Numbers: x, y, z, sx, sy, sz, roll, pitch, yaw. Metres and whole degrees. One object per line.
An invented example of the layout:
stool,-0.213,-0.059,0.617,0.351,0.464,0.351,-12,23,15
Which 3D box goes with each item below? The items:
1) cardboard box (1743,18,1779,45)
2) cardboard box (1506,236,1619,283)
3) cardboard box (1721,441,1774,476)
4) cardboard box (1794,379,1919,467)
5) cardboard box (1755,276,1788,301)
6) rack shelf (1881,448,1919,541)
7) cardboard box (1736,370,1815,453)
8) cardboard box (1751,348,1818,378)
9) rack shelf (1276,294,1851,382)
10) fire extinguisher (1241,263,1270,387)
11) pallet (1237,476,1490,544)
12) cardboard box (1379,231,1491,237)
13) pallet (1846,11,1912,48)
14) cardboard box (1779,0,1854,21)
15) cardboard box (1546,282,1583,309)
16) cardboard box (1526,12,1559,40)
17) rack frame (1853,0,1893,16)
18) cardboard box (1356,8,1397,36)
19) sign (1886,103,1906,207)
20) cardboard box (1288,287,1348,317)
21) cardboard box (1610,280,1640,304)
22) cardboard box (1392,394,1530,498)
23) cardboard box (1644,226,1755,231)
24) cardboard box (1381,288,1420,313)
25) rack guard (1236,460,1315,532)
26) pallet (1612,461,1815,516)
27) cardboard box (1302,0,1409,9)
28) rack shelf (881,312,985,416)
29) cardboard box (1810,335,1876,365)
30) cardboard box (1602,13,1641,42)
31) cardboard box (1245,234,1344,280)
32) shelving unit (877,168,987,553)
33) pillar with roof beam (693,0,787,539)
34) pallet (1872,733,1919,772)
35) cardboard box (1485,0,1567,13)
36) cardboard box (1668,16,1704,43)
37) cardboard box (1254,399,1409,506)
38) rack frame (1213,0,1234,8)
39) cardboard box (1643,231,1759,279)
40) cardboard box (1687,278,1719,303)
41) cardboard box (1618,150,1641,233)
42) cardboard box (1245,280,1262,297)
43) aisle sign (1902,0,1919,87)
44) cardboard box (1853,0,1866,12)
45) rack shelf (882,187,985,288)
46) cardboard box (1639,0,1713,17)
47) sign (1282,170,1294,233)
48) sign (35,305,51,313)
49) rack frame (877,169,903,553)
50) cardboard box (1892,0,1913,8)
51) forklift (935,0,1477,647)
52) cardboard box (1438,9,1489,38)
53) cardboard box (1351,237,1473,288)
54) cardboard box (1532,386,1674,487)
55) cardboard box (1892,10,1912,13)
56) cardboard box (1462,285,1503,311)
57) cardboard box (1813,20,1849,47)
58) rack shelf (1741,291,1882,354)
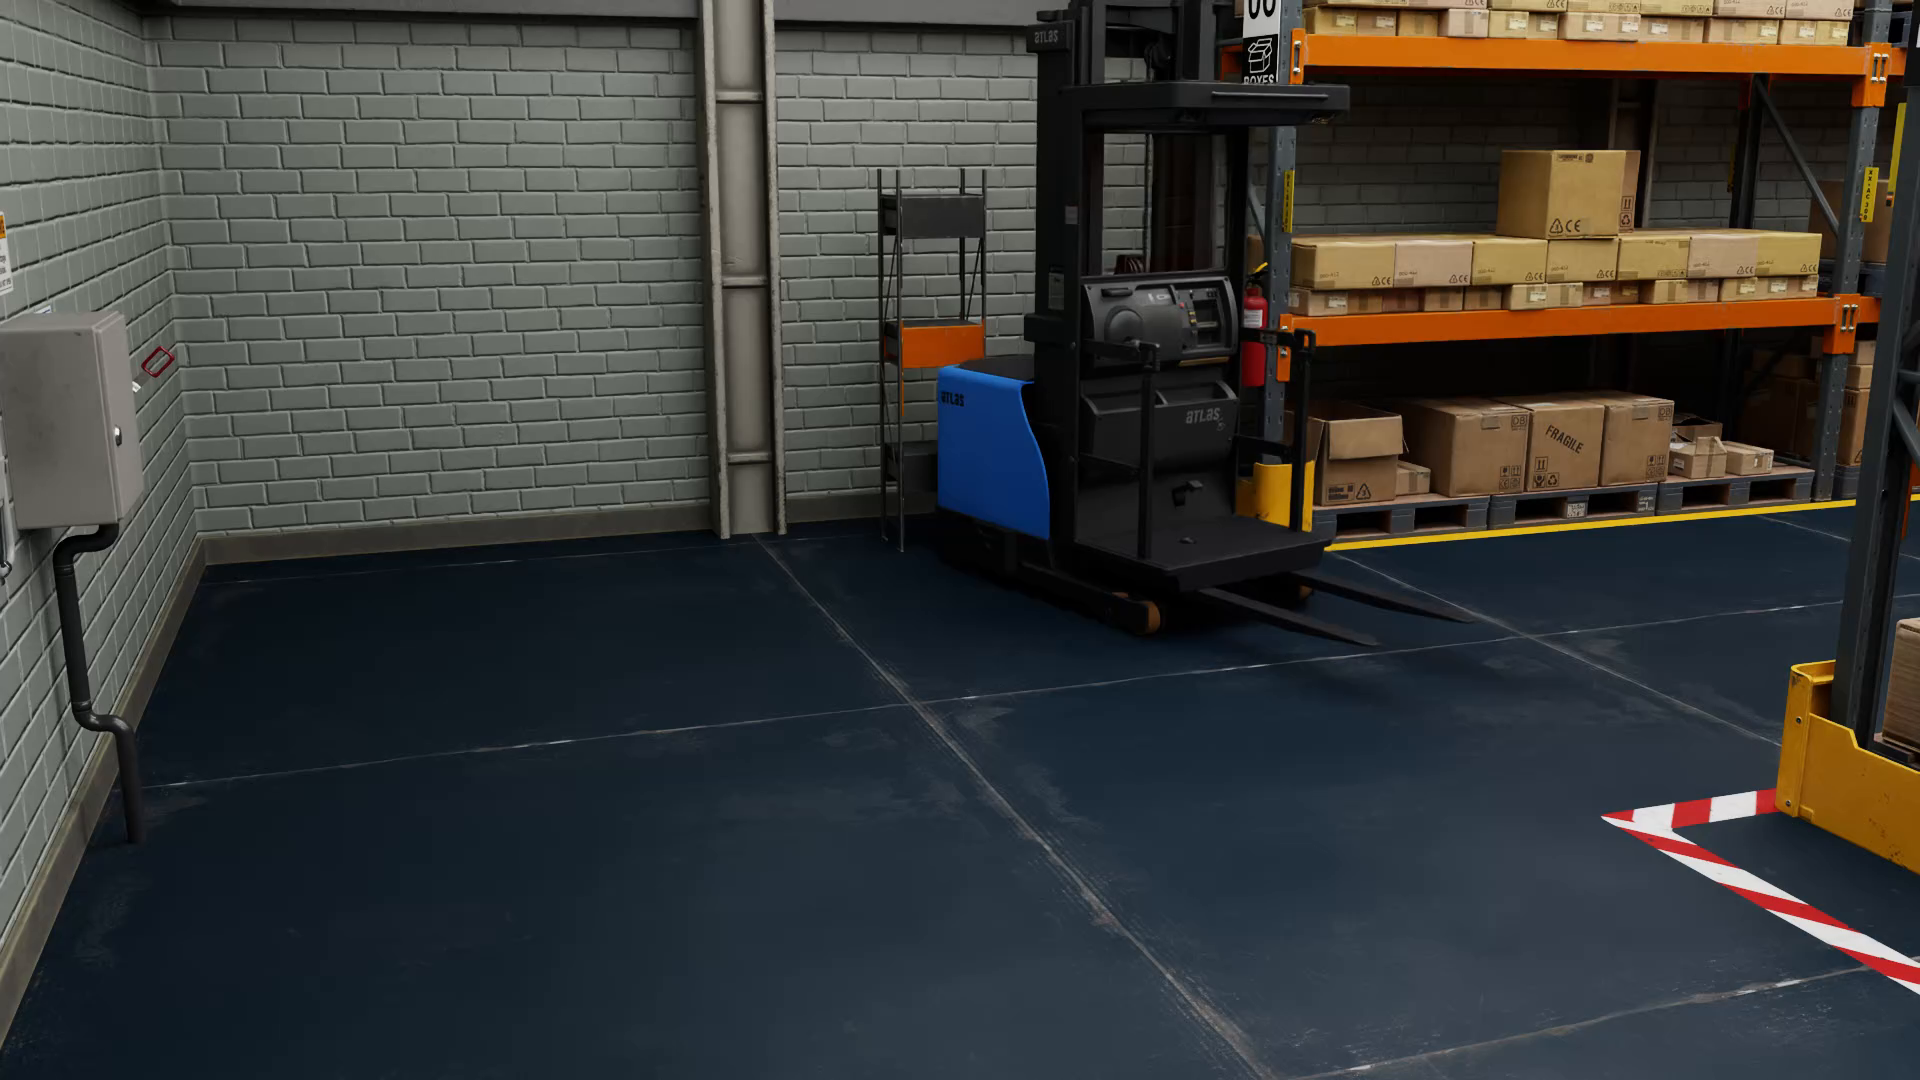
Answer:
cardboard box,4.642,-3.022,9.924,0.250,0.149,0.380,-4,14,-16
cardboard box,3.539,-1.680,9.904,0.500,0.250,0.500,-5,14,-20
cardboard box,4.945,-0.523,10.612,0.250,0.149,0.380,-5,14,-20
cardboard box,5.909,-0.786,10.958,0.500,0.500,0.500,-4,14,-16
cardboard box,4.918,-1.586,10.371,0.250,0.149,0.380,-4,14,-17
rack shelf,5.070,-0.225,5.662,4.000,0.370,1.077,-4,14,-18
cardboard box,5.750,-0.900,11.440,0.500,0.500,0.500,-5,14,-18
cardboard box,5.636,-1.205,11.320,0.250,0.149,0.380,-5,14,-20
rack shelf,3.484,-1.313,10.237,4.000,0.370,1.077,-4,14,-18
fire extinguisher,1.596,-1.185,9.114,0.183,0.674,0.296,-4,14,-18
pallet,2.415,-0.224,10.128,1.213,0.211,1.003,-4,14,-18
cardboard box,2.899,-1.753,10.212,0.500,0.250,0.500,-4,14,-16
pallet,6.020,-3.212,10.587,1.003,0.211,1.213,-4,14,-18
cardboard box,5.002,-3.252,10.030,0.500,0.250,0.500,-4,14,-18
cardboard box,3.467,-1.466,9.866,0.250,0.149,0.380,-4,14,-17
cardboard box,3.183,-2.914,9.473,0.250,0.149,0.380,-5,14,-19
rack frame,5.379,-4.730,10.080,0.127,3.000,1.000,-4,14,-18
cardboard box,2.205,-2.851,9.205,0.250,0.149,0.380,-4,14,-17
sign,3.015,-1.226,5.301,0.005,0.325,0.100,-4,14,-18
cardboard box,1.987,-1.358,9.412,0.250,0.149,0.380,-5,14,-18
cardboard box,3.908,-1.529,10.130,0.250,0.149,0.380,-4,14,-17
cardboard box,3.021,-0.583,10.106,0.500,0.500,0.700,-4,14,-16
cardboard box,4.824,-1.905,10.853,0.500,0.250,0.500,-5,14,-19
cardboard box,2.451,-1.414,9.647,0.250,0.149,0.380,-5,14,-19
rack guard,1.660,-0.305,9.846,0.348,0.500,1.175,-4,14,-18
pallet,4.728,-0.404,10.885,1.213,0.211,1.003,-4,14,-18
cardboard box,2.096,-3.020,9.055,0.500,0.250,0.500,-5,14,-19
rack shelf,-0.157,-0.996,9.352,0.480,0.518,0.431,-4,14,-18
cardboard box,5.785,-1.241,10.828,0.250,0.149,0.380,-5,14,-19
cardboard box,3.683,-2.937,9.568,0.250,0.149,0.380,-4,14,-17
cardboard box,1.939,-1.680,9.904,0.500,0.250,0.500,-4,14,-16
shelving unit,-0.157,-1.010,9.349,0.503,2.100,0.431,-4,14,-18
pillar with roof beam,0.118,-3.489,4.864,0.400,9.000,9.100,-4,14,-18
pallet,3.908,0.853,5.601,1.213,0.211,1.003,-4,14,-18
cardboard box,3.060,-3.097,9.379,0.500,0.250,0.500,-5,14,-20
cardboard box,4.145,-2.991,9.796,0.250,0.149,0.380,-4,14,-16
cardboard box,2.198,-0.530,9.876,0.637,0.503,0.797,-5,14,-20
rack frame,1.588,-4.434,8.839,0.127,3.000,1.000,-4,14,-18
cardboard box,4.504,-1.752,10.206,0.500,0.250,0.500,-4,14,-18
cardboard box,4.422,-1.548,10.212,0.250,0.149,0.380,-4,14,-17
cardboard box,3.883,-2.196,10.454,0.500,0.500,0.500,-5,14,-20
cardboard box,1.817,-1.477,9.913,0.250,0.149,0.380,-5,14,-19
aisle sign,3.008,-1.755,4.921,0.004,0.787,0.394,-4,14,-18
cardboard box,5.644,-3.439,10.554,0.250,0.149,0.380,-4,14,-18
rack shelf,-0.157,-1.677,9.190,0.480,0.518,0.431,-4,14,-18
cardboard box,4.023,-3.176,9.711,0.500,0.250,0.500,-4,14,-17
sign,1.761,-1.818,8.933,0.005,0.325,0.100,-4,14,-18
sign,-3.047,-0.525,5.571,0.001,0.494,0.329,-4,14,-18
rack frame,-0.388,-0.992,9.273,0.015,2.100,0.400,-4,14,-18
cardboard box,5.789,-3.336,10.122,0.250,0.149,0.380,-4,14,-17
forklift,1.111,-1.106,7.957,1.130,2.935,3.031,-9,16,-34
cardboard box,2.722,-2.862,9.252,0.250,0.149,0.380,-4,14,-17
cardboard box,2.582,-1.599,9.565,0.500,0.250,0.500,-4,14,-17
cardboard box,4.005,-0.660,10.428,0.500,0.500,0.700,-5,14,-20
cardboard box,6.119,-3.484,10.745,0.250,0.149,0.380,-5,14,-20
cardboard box,2.961,-1.440,9.756,0.250,0.149,0.380,-4,14,-17
cardboard box,5.133,-3.057,10.073,0.250,0.149,0.380,-5,14,-18
rack shelf,7.275,-1.609,11.478,4.000,0.370,1.077,-4,14,-18
